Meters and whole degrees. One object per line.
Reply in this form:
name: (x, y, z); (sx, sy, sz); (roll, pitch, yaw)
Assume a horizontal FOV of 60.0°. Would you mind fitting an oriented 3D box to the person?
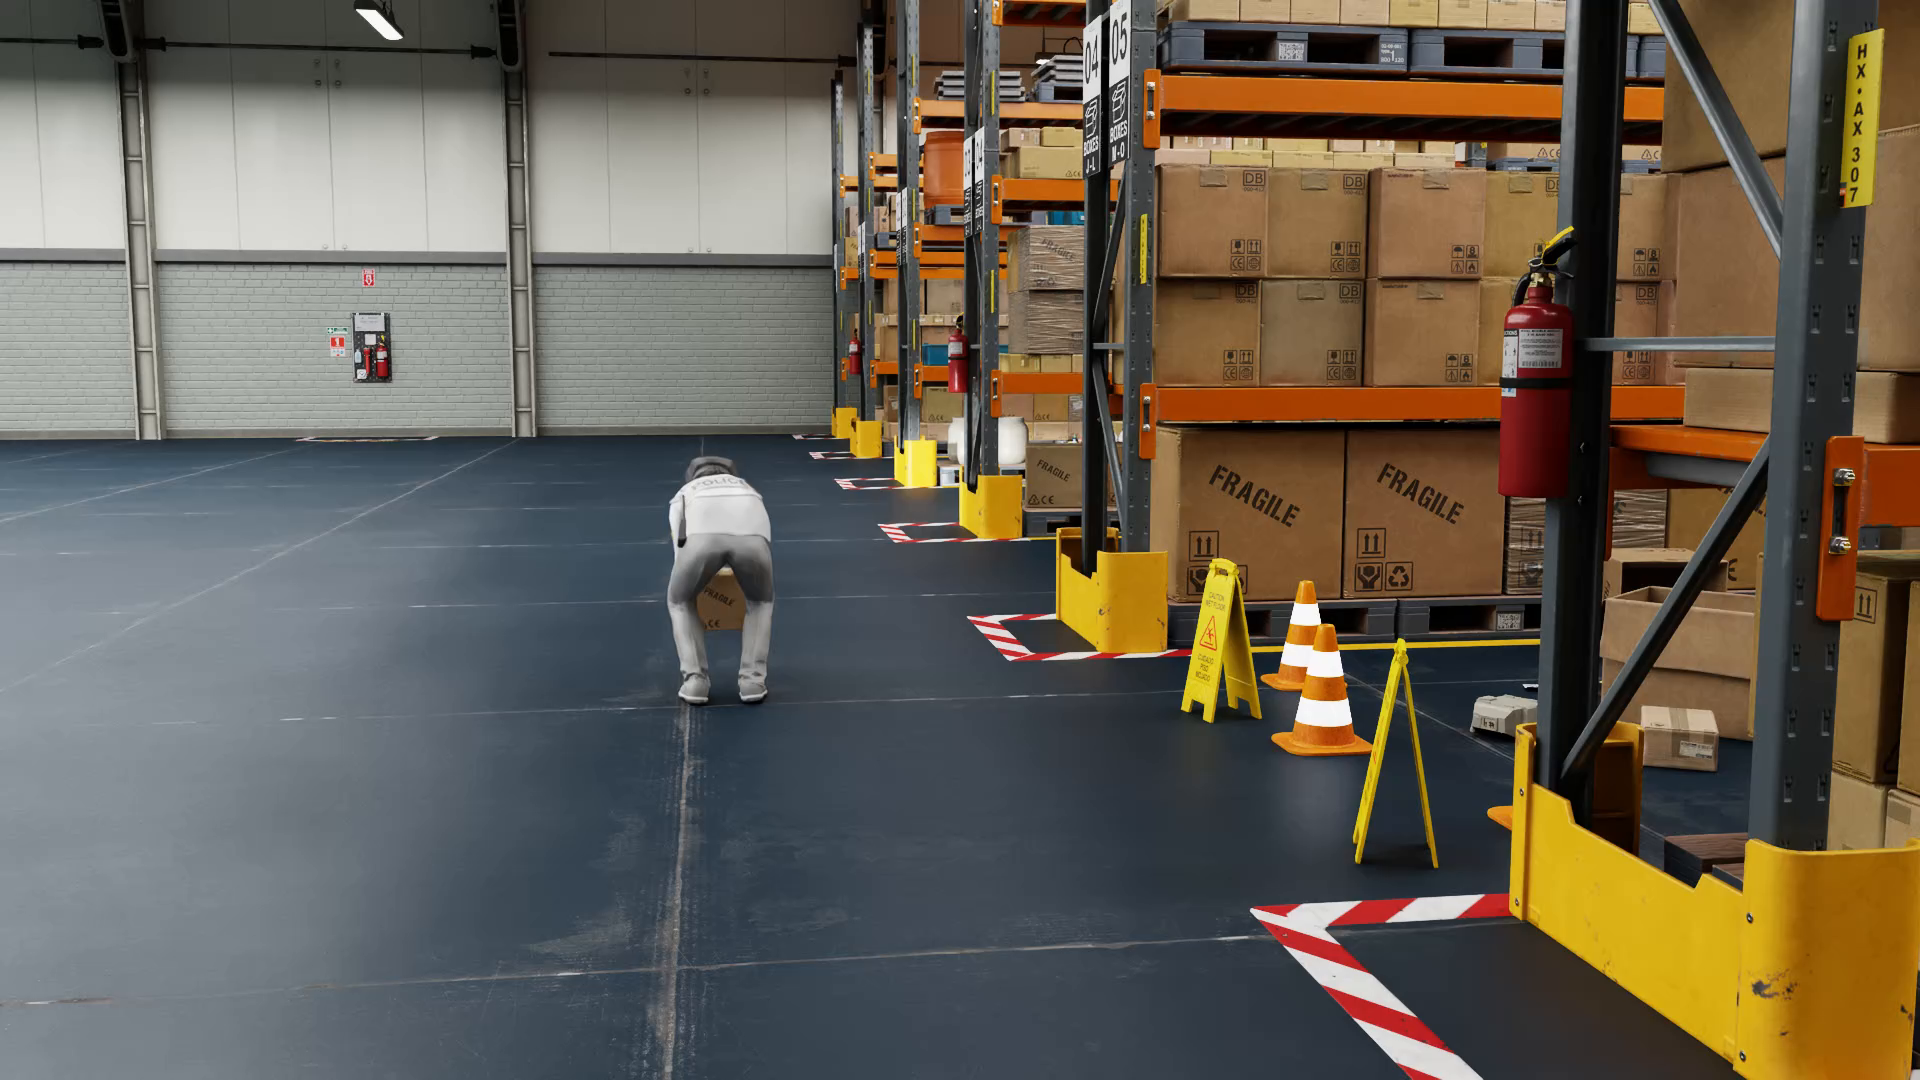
person: (-1.047, 0.162, 7.257); (0.462, 1.019, 0.921); (-1, 7, -11)
